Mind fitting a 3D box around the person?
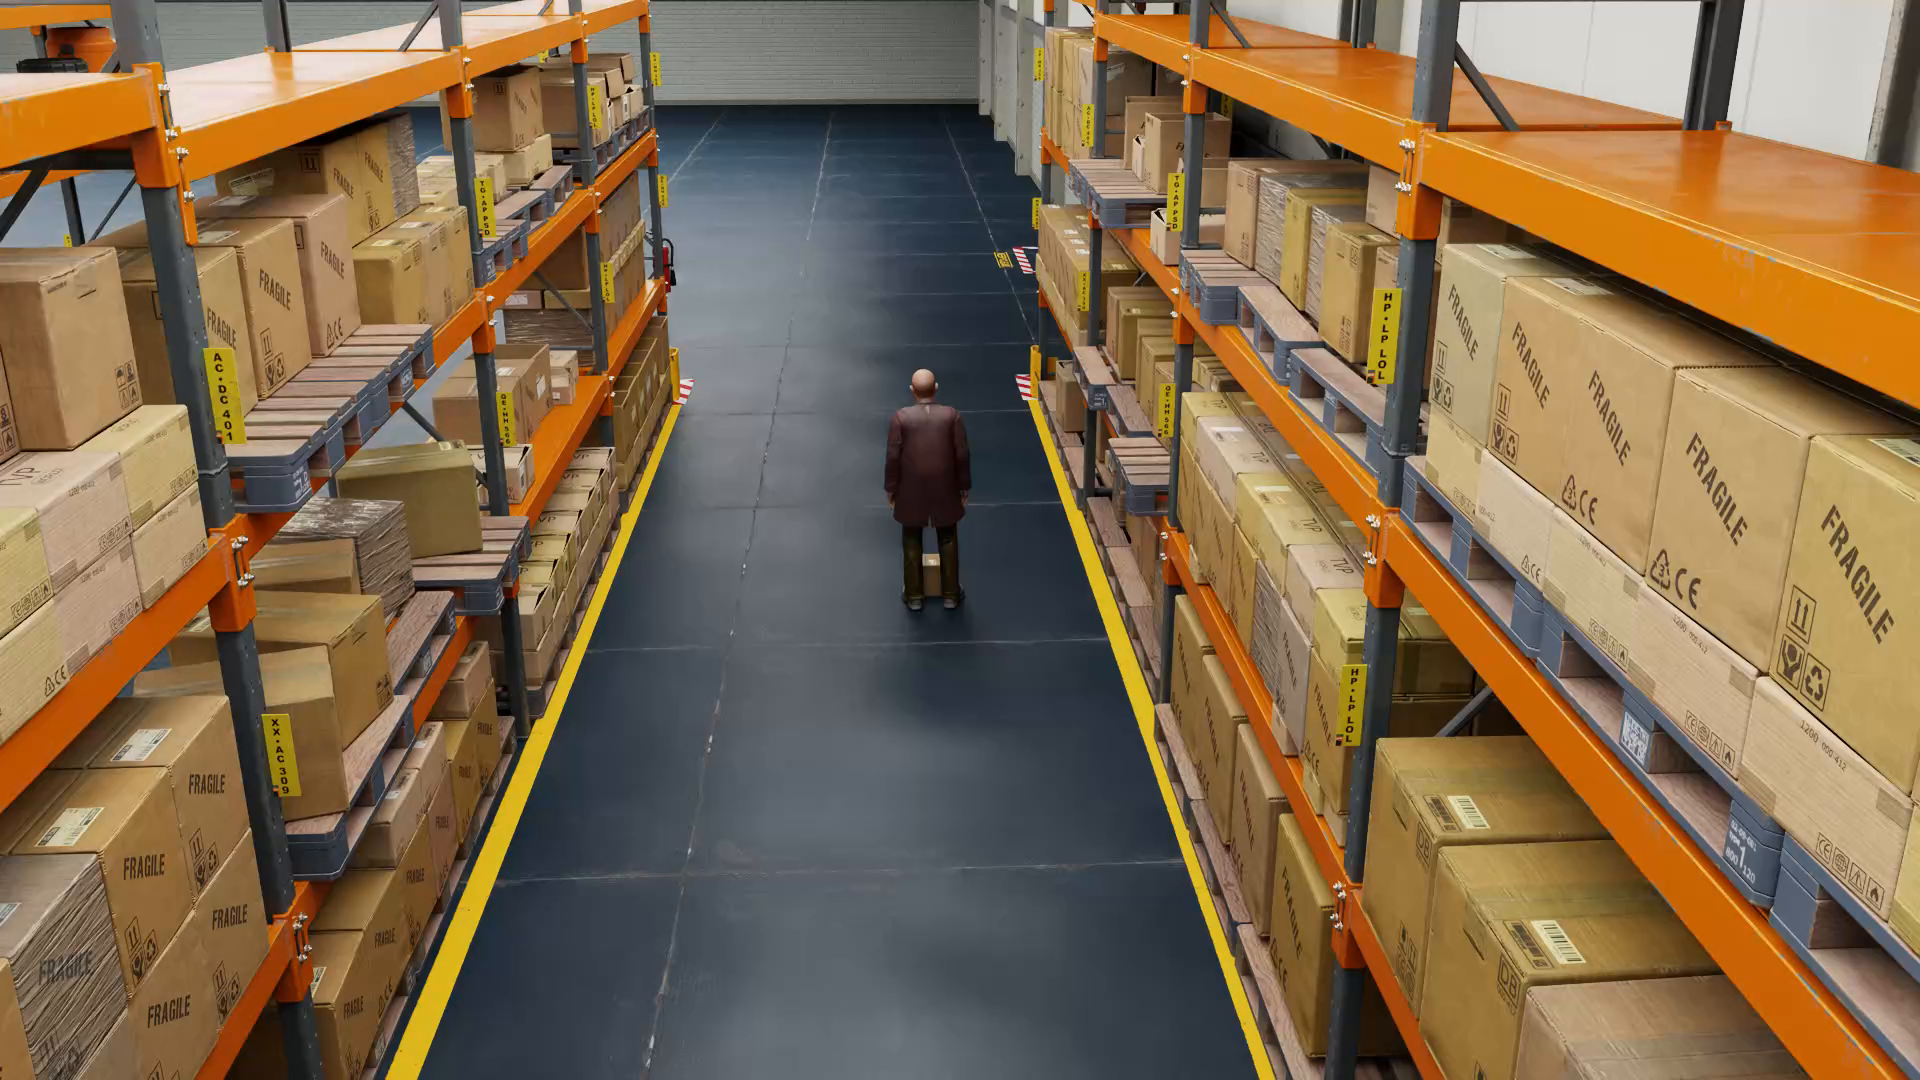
[{"bbox_3d":[-0.233,-0.364,12.093,0.641,1.773,0.424,-2,20,-5],"label":"person"}]
